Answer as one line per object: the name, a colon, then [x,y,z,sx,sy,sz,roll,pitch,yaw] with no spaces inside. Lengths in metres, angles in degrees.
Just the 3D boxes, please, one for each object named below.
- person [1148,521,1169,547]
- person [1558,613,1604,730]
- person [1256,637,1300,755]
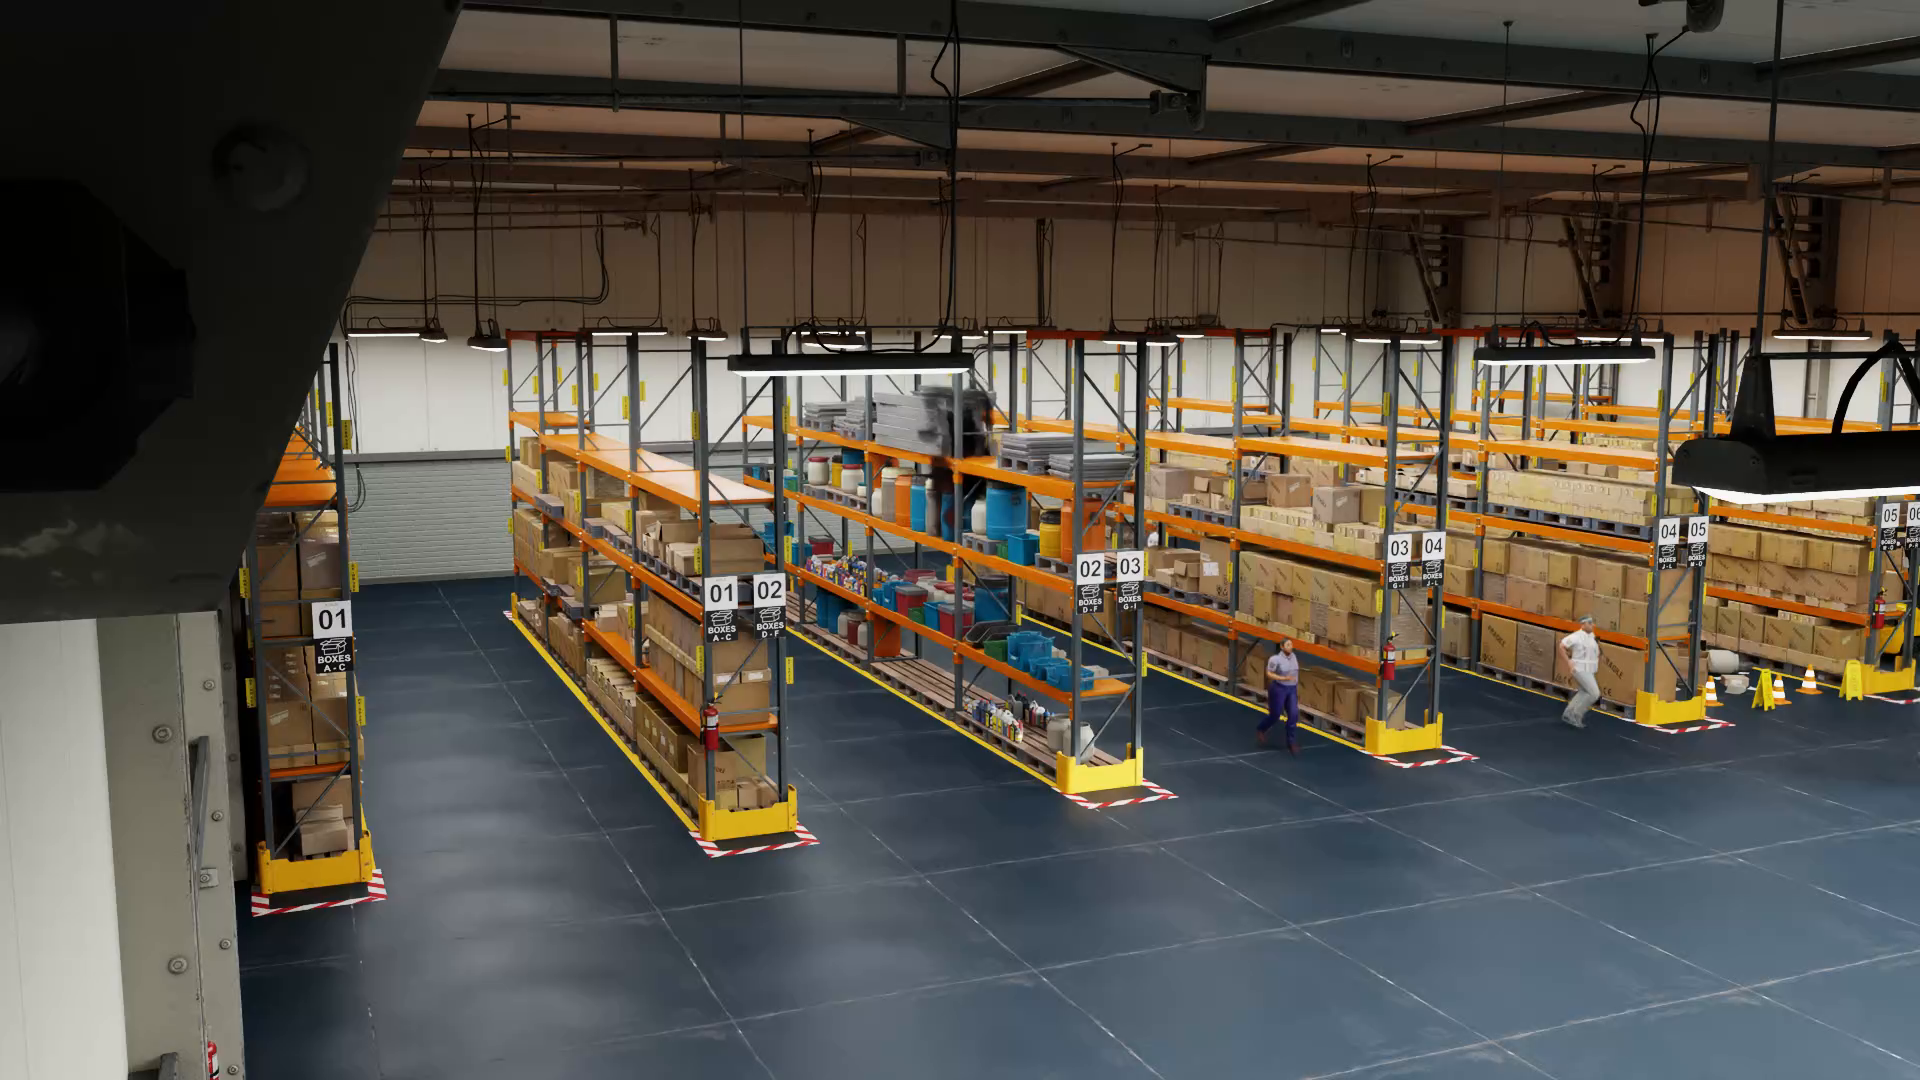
person: [4.454,0.409,37.429,0.574,1.746,0.829,-3,8,-22]
person: [9.584,2.013,25.523,0.629,1.785,0.649,7,11,42]
person: [4.696,2.232,24.209,0.653,1.644,0.874,-4,9,-27]
